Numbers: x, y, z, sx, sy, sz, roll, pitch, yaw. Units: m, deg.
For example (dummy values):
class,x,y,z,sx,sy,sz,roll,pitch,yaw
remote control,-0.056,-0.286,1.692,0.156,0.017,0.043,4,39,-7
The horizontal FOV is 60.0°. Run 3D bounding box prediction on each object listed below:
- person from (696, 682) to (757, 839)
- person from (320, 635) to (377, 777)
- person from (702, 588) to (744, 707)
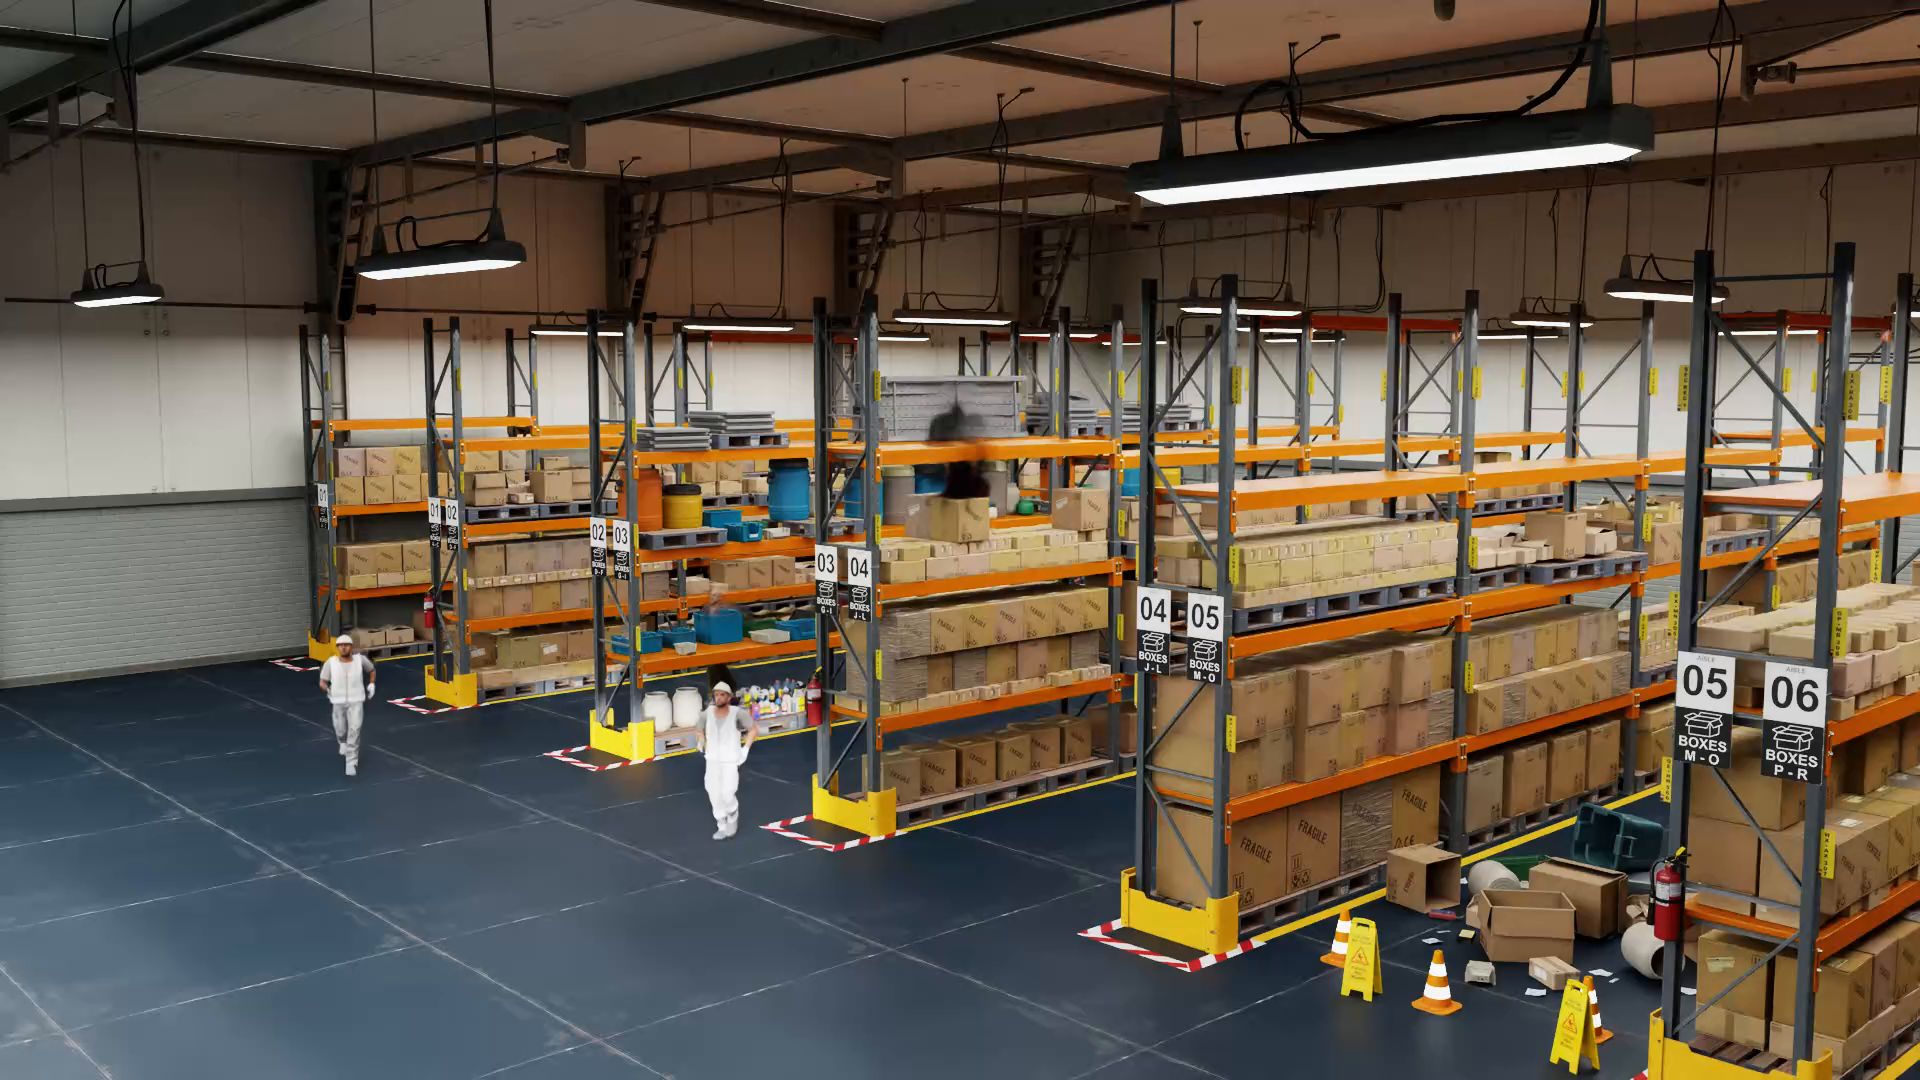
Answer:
class,x,y,z,sx,sy,sz,roll,pitch,yaw
person,-2.613,2.440,18.254,0.658,1.756,0.552,1,6,10
person,-7.957,2.113,21.643,0.695,1.772,0.949,-2,6,-17
person,-3.785,1.662,26.031,0.684,1.843,0.863,5,8,40
